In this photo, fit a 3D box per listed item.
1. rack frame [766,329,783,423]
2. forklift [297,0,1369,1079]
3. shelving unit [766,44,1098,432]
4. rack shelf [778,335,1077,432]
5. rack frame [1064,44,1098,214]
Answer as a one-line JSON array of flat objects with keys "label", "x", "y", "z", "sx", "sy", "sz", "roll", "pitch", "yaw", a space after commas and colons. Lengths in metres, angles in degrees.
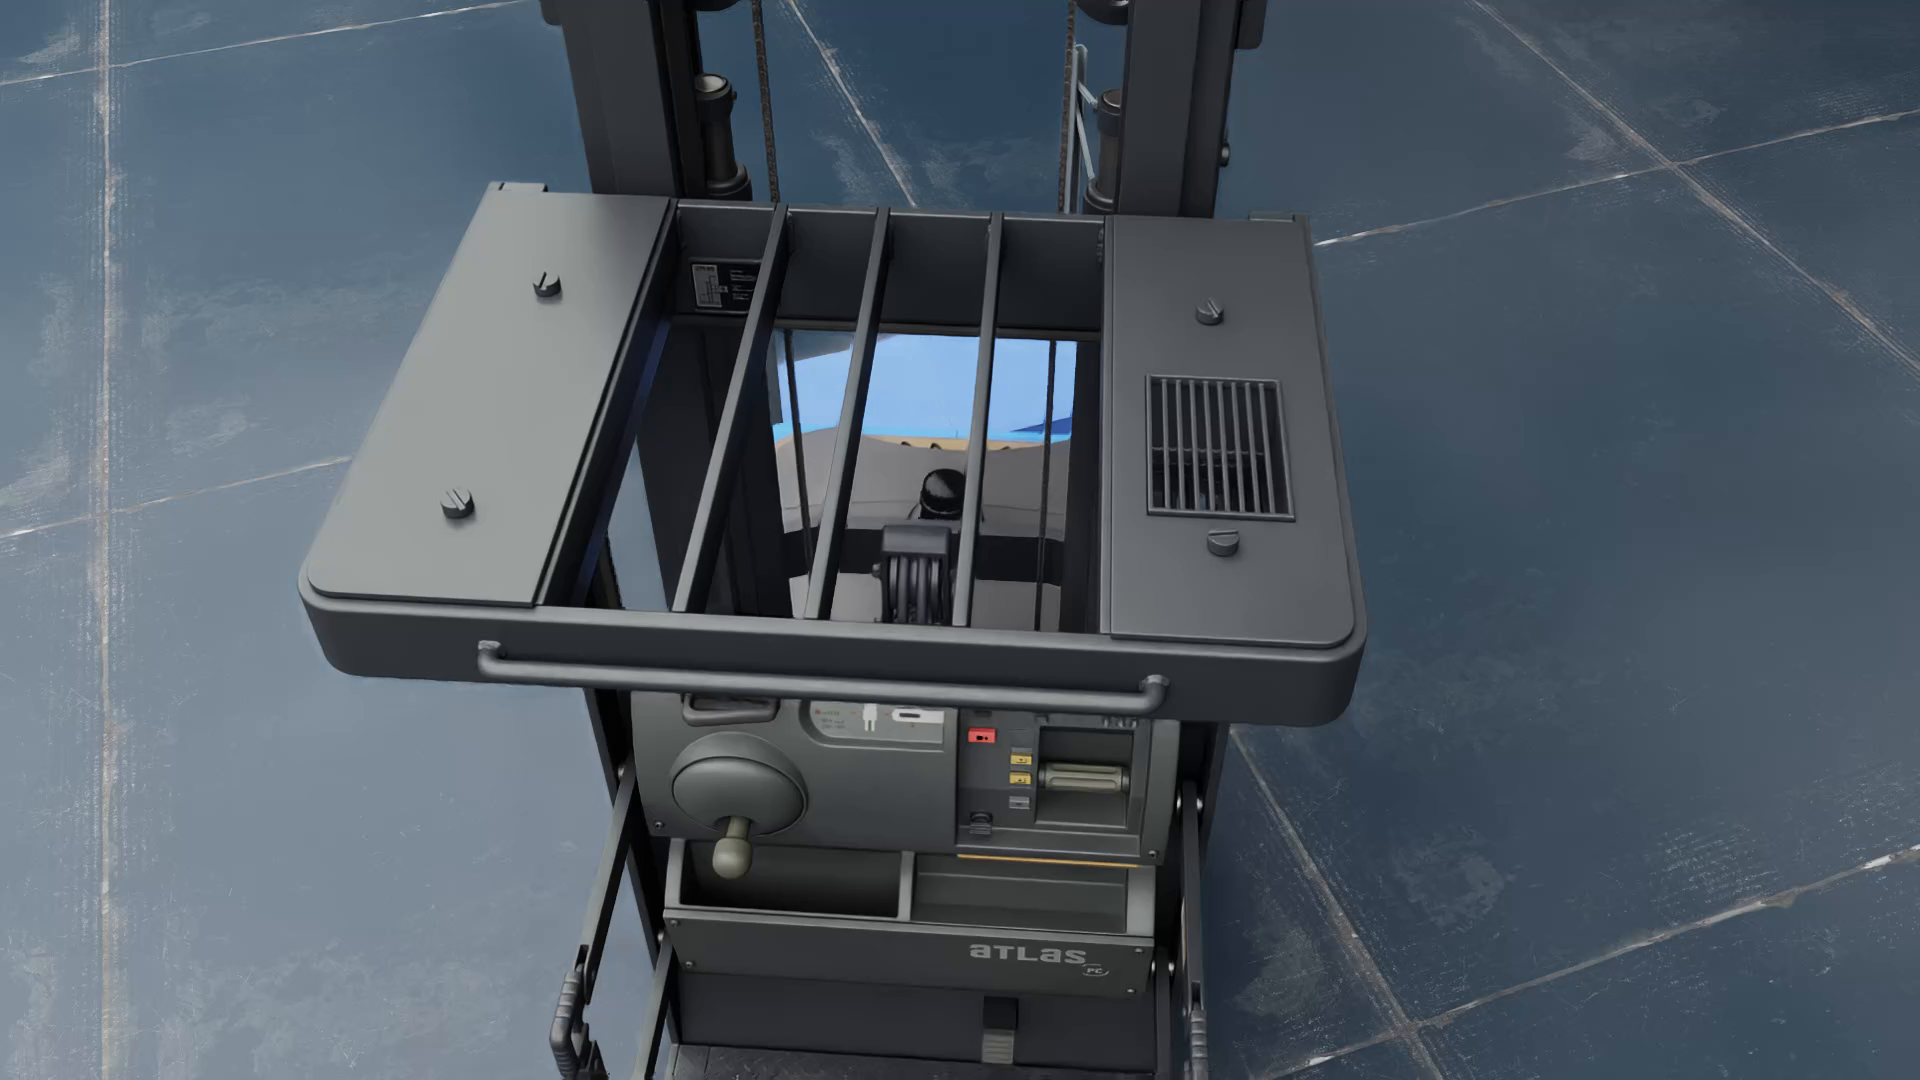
[{"label": "rack frame", "x": -0.558, "y": -0.387, "z": 4.576, "sx": 0.032, "sy": 1.500, "sz": 0.500, "roll": -14, "pitch": 47, "yaw": -14}, {"label": "forklift", "x": -0.108, "y": 0.490, "z": 2.692, "sx": 1.130, "sy": 2.935, "sz": 3.031, "roll": 3, "pitch": 45, "yaw": 3}, {"label": "shelving unit", "x": -0.080, "y": -0.509, "z": 4.698, "sx": 1.048, "sy": 1.500, "sz": 0.538, "roll": -14, "pitch": 47, "yaw": -14}, {"label": "rack shelf", "x": -0.080, "y": -0.382, "z": 4.826, "sx": 1.000, "sy": 0.185, "sz": 0.538, "roll": -14, "pitch": 47, "yaw": -14}, {"label": "rack frame", "x": 0.398, "y": -0.631, "z": 4.820, "sx": 0.032, "sy": 1.500, "sz": 0.500, "roll": -14, "pitch": 47, "yaw": -14}]
